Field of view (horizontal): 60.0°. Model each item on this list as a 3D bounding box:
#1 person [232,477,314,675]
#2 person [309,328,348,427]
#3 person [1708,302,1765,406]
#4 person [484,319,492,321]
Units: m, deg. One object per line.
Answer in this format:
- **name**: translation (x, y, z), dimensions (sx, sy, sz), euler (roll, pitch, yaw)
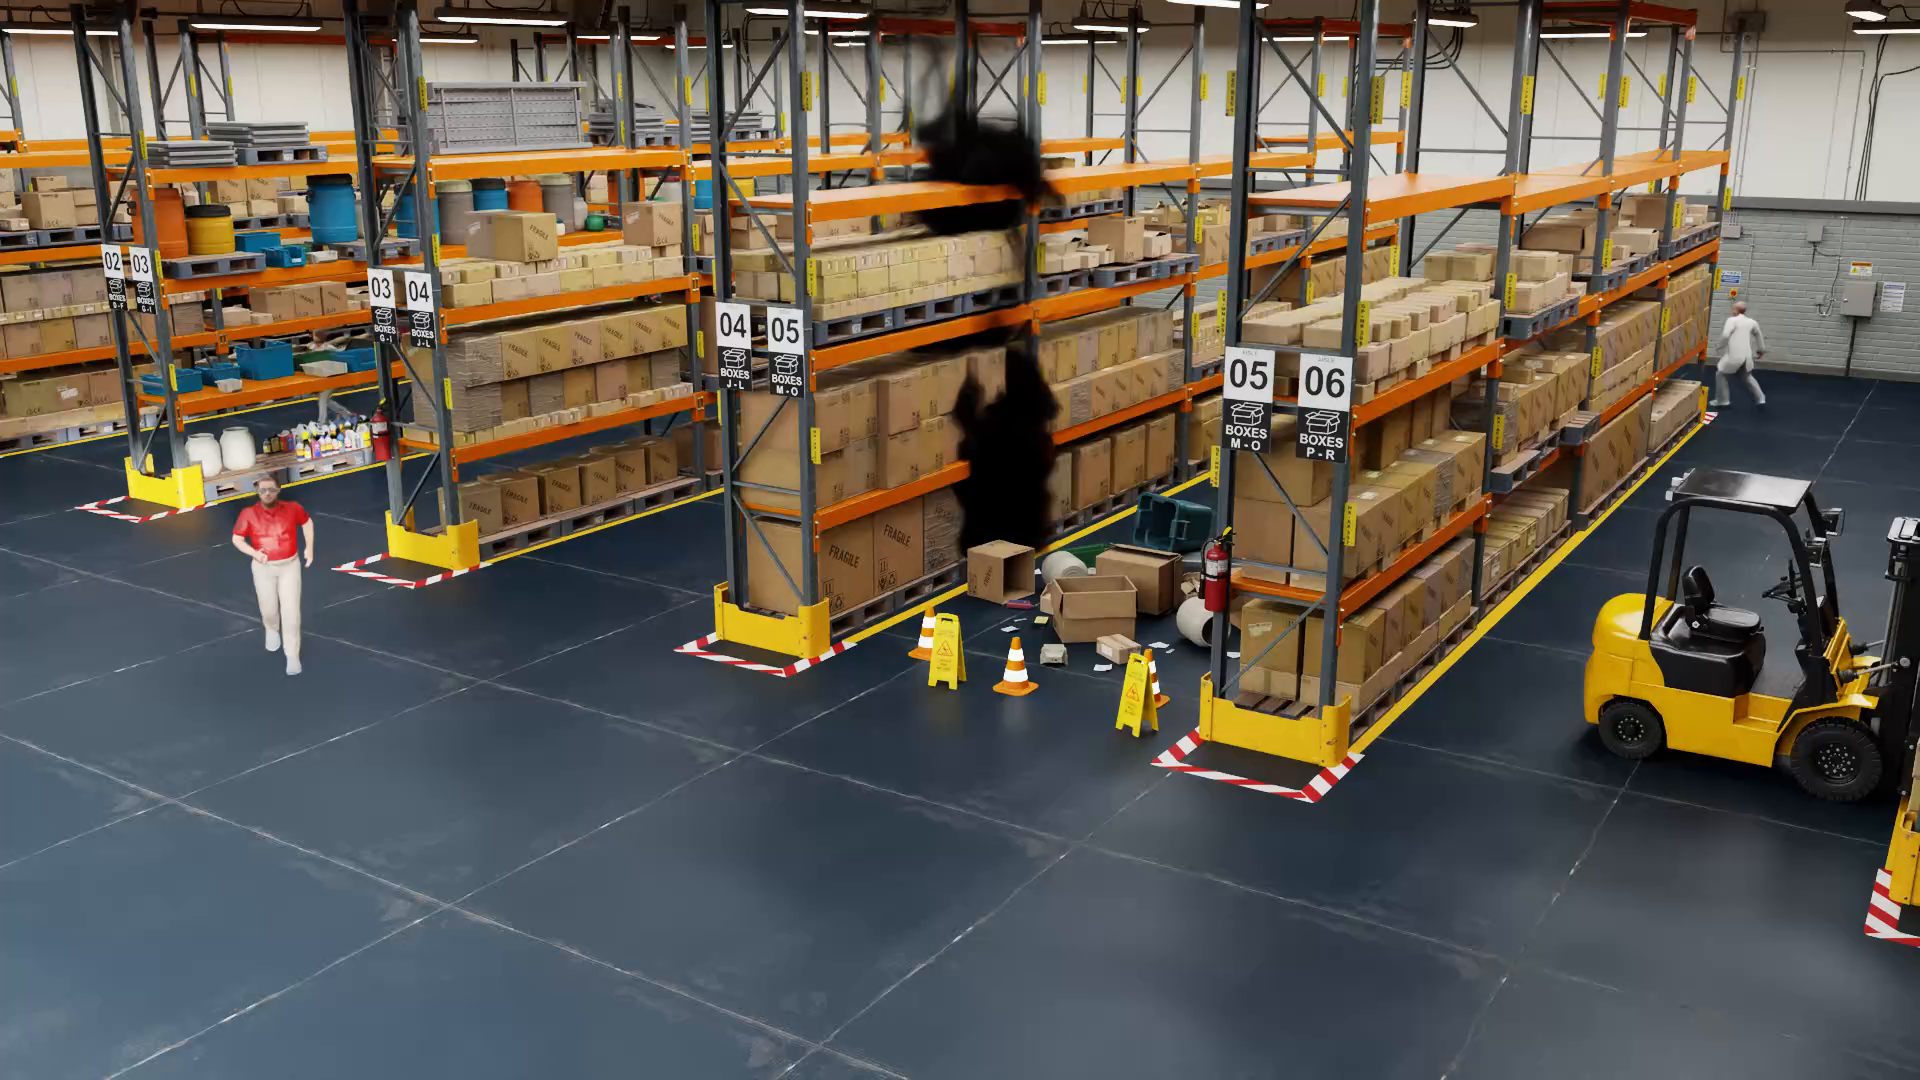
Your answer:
- **person**: translation (-6.174, 0.275, 15.043), dimensions (0.686, 1.755, 0.865), euler (-6, 17, -22)
- **person**: translation (-9.400, -2.343, 24.608), dimensions (0.540, 1.597, 0.879), euler (7, 17, 23)
- **person**: translation (12.452, -2.920, 26.672), dimensions (1.009, 1.636, 0.803), euler (-6, 17, -22)
- **person**: translation (-8.024, -3.267, 27.795), dimensions (0.682, 1.712, 0.623), euler (7, 17, 24)
